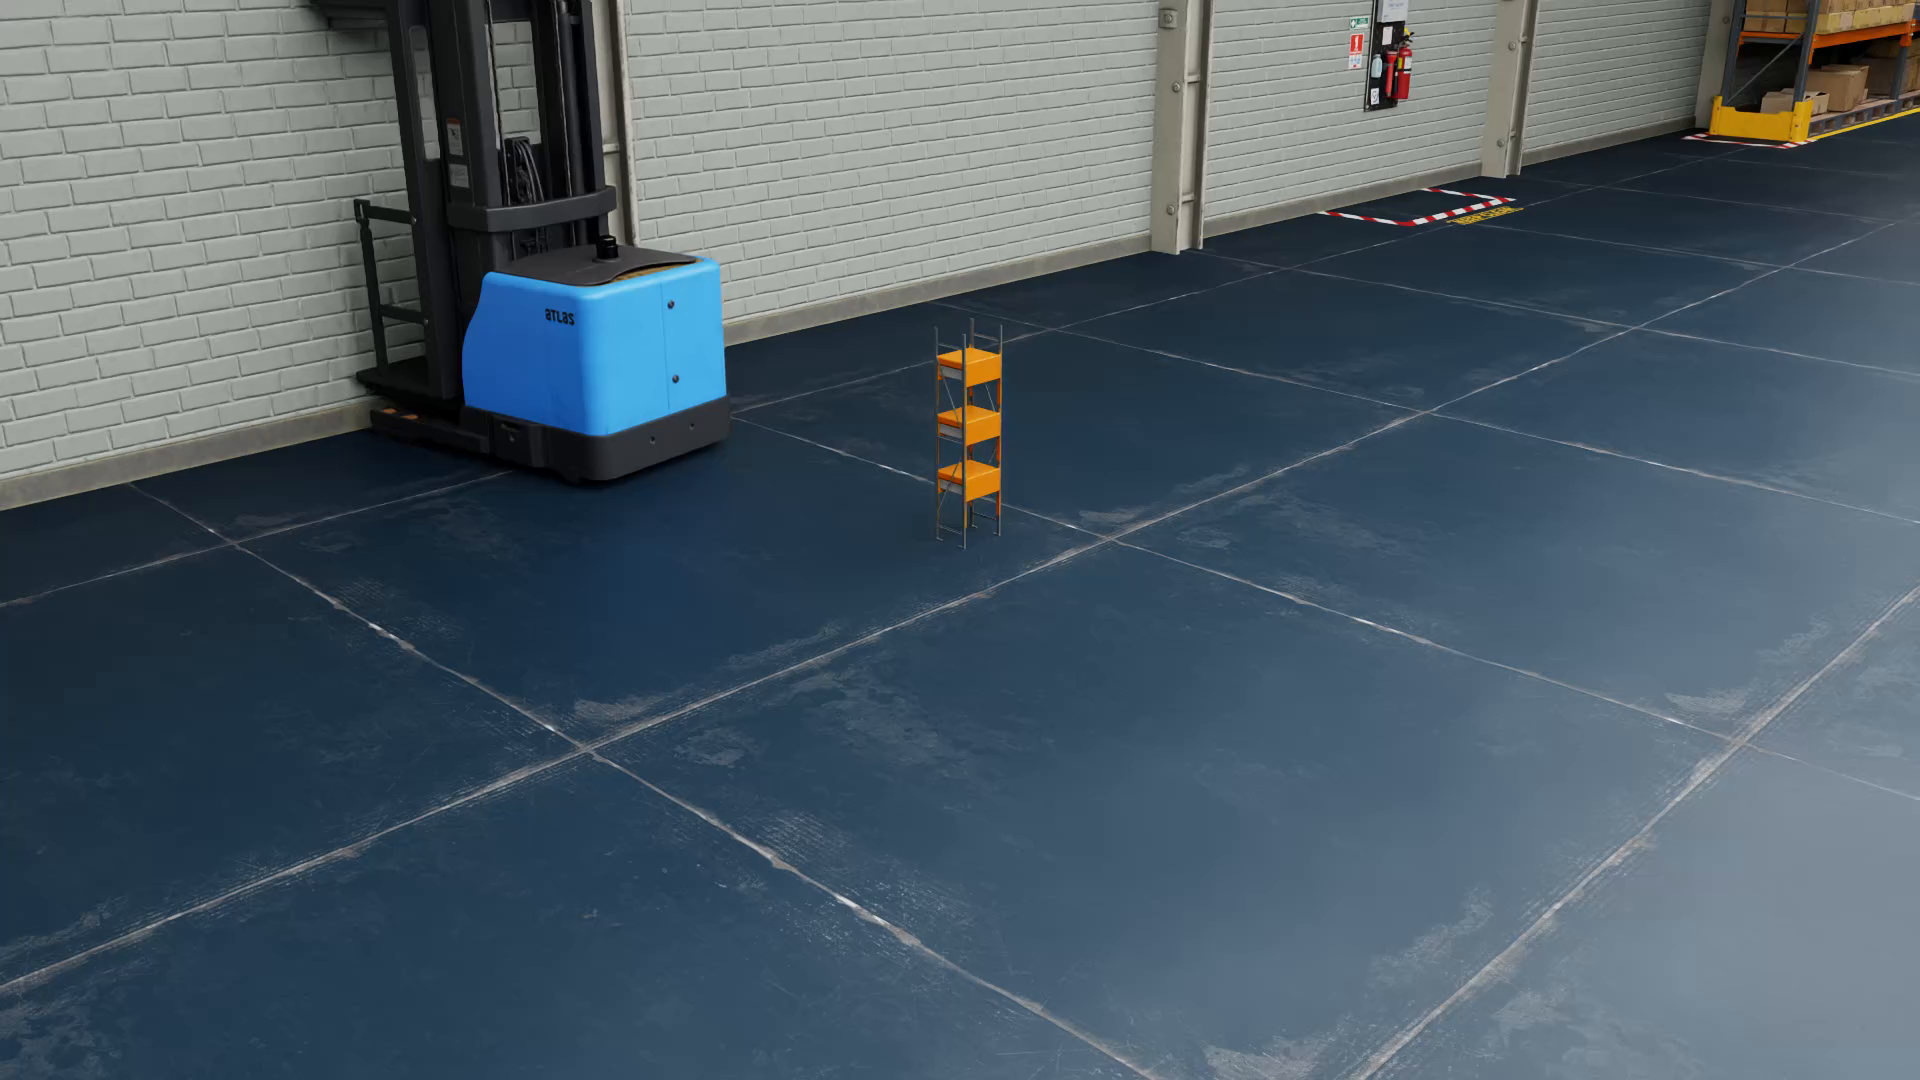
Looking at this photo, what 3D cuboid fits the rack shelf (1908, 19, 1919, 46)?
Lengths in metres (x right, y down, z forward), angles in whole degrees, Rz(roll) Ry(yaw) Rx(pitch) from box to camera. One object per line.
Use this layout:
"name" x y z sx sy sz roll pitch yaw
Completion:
"rack shelf" 14.610 -7.888 25.418 1.077 0.370 4.000 19 28 41

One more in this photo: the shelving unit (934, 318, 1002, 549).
"shelving unit" 0.037 -0.504 7.922 0.215 1.050 0.252 19 28 41

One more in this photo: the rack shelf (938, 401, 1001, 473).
"rack shelf" 0.037 -0.494 7.926 0.215 0.259 0.240 19 28 41

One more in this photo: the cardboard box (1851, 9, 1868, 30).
"cardboard box" 11.704 -6.933 22.113 0.500 0.250 0.500 19 28 40

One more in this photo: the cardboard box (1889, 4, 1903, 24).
"cardboard box" 12.748 -7.325 23.133 0.500 0.250 0.500 19 28 41

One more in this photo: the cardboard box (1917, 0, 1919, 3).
"cardboard box" 13.594 -8.084 24.173 0.700 0.500 0.500 19 28 41

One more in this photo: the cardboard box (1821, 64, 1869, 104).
"cardboard box" 12.519 -6.471 23.601 0.500 0.500 0.500 17 27 37

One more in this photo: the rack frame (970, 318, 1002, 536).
"rack frame" 0.122 -0.535 8.004 0.200 1.050 0.008 19 28 41

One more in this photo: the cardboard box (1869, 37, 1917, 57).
"cardboard box" 14.021 -7.406 24.986 0.500 0.250 0.500 19 28 40

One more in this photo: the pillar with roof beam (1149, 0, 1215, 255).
"pillar with roof beam" 5.006 -5.716 10.403 9.100 9.000 0.400 19 28 41

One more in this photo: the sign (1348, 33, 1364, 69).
"sign" 3.896 -4.810 16.358 0.001 0.329 0.234 19 28 41

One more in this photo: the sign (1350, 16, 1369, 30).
"sign" 3.906 -5.056 16.261 0.001 0.109 0.331 19 28 41

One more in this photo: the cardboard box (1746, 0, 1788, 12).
"cardboard box" 10.601 -7.145 21.619 0.500 0.500 0.500 19 28 40

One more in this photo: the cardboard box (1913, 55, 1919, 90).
"cardboard box" 14.425 -7.208 25.517 0.700 0.500 0.500 20 28 41

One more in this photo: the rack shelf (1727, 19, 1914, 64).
"rack shelf" 11.819 -6.860 22.743 1.077 0.370 4.000 19 28 41

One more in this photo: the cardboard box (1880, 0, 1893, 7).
"cardboard box" 12.403 -7.543 22.656 0.500 0.500 0.500 18 28 39

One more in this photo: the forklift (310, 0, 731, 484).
"forklift" -2.794 -2.062 9.353 3.031 2.935 1.130 14 25 32

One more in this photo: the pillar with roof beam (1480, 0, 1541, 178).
"pillar with roof beam" 9.191 -7.258 14.416 9.100 9.000 0.400 19 28 41

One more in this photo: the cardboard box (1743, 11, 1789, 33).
"cardboard box" 10.611 -6.789 21.739 0.500 0.250 0.500 -20 28 -41

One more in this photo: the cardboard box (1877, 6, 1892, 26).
"cardboard box" 12.408 -7.192 22.787 0.500 0.250 0.500 19 28 40

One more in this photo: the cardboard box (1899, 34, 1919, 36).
"cardboard box" 14.742 -7.664 25.659 0.500 0.250 0.500 19 28 40

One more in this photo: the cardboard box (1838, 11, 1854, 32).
"cardboard box" 11.344 -6.804 21.776 0.500 0.250 0.500 18 28 39

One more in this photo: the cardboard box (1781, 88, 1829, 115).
"cardboard box" 11.369 -5.933 22.465 0.500 0.311 0.500 -17 27 -38

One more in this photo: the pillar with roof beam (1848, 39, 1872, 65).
"pillar with roof beam" 17.563 -10.343 22.441 9.100 9.000 0.400 19 28 41

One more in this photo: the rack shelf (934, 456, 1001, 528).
"rack shelf" 0.037 -0.234 8.025 0.215 0.259 0.240 19 28 41

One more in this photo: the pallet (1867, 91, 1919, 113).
"pallet" 13.757 -6.608 24.974 1.003 0.211 1.213 19 28 41

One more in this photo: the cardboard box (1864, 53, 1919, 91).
"cardboard box" 14.041 -7.087 25.203 0.700 0.500 0.500 19 28 40

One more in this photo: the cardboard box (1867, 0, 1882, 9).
"cardboard box" 12.041 -7.410 22.307 0.500 0.500 0.500 -19 28 -40

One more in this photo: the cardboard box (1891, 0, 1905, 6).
"cardboard box" 12.762 -7.670 22.985 0.500 0.500 0.500 19 28 40

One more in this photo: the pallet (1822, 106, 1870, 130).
"pallet" 11.920 -5.911 23.160 1.003 0.211 1.213 19 28 41

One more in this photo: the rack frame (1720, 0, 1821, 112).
"rack frame" 10.424 -6.681 21.277 1.000 3.000 0.127 19 28 41

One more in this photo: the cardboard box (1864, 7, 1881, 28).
"cardboard box" 12.058 -7.062 22.449 0.500 0.250 0.500 20 28 41

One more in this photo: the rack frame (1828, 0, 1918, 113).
"rack frame" 13.214 -7.710 23.952 1.000 3.000 0.127 19 28 41

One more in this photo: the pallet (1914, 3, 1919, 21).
"pallet" 13.852 -7.780 24.402 1.003 0.211 1.213 19 28 41

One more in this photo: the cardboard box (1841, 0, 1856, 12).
"cardboard box" 11.324 -7.143 21.613 0.500 0.500 0.500 19 28 41

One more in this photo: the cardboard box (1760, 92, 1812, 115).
"cardboard box" 10.971 -5.787 22.084 0.500 0.311 0.500 15 26 35

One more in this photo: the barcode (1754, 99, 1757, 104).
"barcode" 10.697 -5.896 22.355 0.001 0.075 0.075 19 28 41

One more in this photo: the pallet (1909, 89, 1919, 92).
"pallet" 14.608 -6.924 25.793 1.003 0.211 1.213 19 28 41

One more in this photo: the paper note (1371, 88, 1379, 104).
"paper note" 4.183 -4.470 16.752 0.016 0.148 0.142 19 28 41

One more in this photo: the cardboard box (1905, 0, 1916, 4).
"cardboard box" 13.106 -7.800 23.323 0.500 0.500 0.500 19 28 41

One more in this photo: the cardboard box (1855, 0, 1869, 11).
"cardboard box" 11.689 -7.274 21.954 0.500 0.500 0.500 18 27 39

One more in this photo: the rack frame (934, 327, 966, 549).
"rack frame" -0.048 -0.472 7.840 0.200 1.050 0.008 19 28 41

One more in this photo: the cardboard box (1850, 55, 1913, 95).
"cardboard box" 13.716 -6.941 24.824 0.500 0.500 0.700 -19 28 -40

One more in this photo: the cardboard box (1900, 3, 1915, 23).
"cardboard box" 13.101 -7.451 23.461 0.500 0.250 0.500 19 28 41

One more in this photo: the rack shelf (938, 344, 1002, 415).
"rack shelf" 0.037 -0.759 7.824 0.215 0.259 0.240 19 28 41

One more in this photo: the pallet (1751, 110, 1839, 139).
"pallet" 11.069 -5.599 22.348 1.003 0.211 1.213 19 28 41

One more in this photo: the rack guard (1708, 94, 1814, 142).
"rack guard" 10.477 -5.534 21.776 1.175 0.500 0.348 19 28 41

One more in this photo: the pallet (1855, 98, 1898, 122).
"pallet" 12.771 -6.226 23.980 1.003 0.211 1.213 19 28 41

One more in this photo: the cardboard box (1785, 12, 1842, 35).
"cardboard box" 10.992 -6.667 21.419 0.500 0.250 0.500 18 28 39

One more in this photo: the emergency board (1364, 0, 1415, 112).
"emergency board" 4.356 -4.910 16.667 0.194 1.169 0.643 19 28 41

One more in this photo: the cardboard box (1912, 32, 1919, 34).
"cardboard box" 15.097 -7.797 26.006 0.500 0.250 0.500 -20 28 -41

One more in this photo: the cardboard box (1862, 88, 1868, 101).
"cardboard box" 12.863 -6.447 24.004 0.380 0.166 0.250 15 26 34

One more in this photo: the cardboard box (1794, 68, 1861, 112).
"cardboard box" 11.916 -6.198 22.890 0.700 0.500 0.500 17 27 37

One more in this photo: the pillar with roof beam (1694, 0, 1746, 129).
"pillar with roof beam" 13.377 -8.801 18.428 9.100 9.000 0.400 19 28 41

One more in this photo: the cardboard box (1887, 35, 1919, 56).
"cardboard box" 14.381 -7.540 25.337 0.500 0.250 0.500 18 28 39

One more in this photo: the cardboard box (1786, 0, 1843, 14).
"cardboard box" 10.972 -7.018 21.289 0.500 0.500 0.500 19 28 41

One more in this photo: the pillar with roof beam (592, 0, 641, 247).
"pillar with roof beam" 0.820 -4.174 6.390 9.100 9.000 0.400 19 28 41
